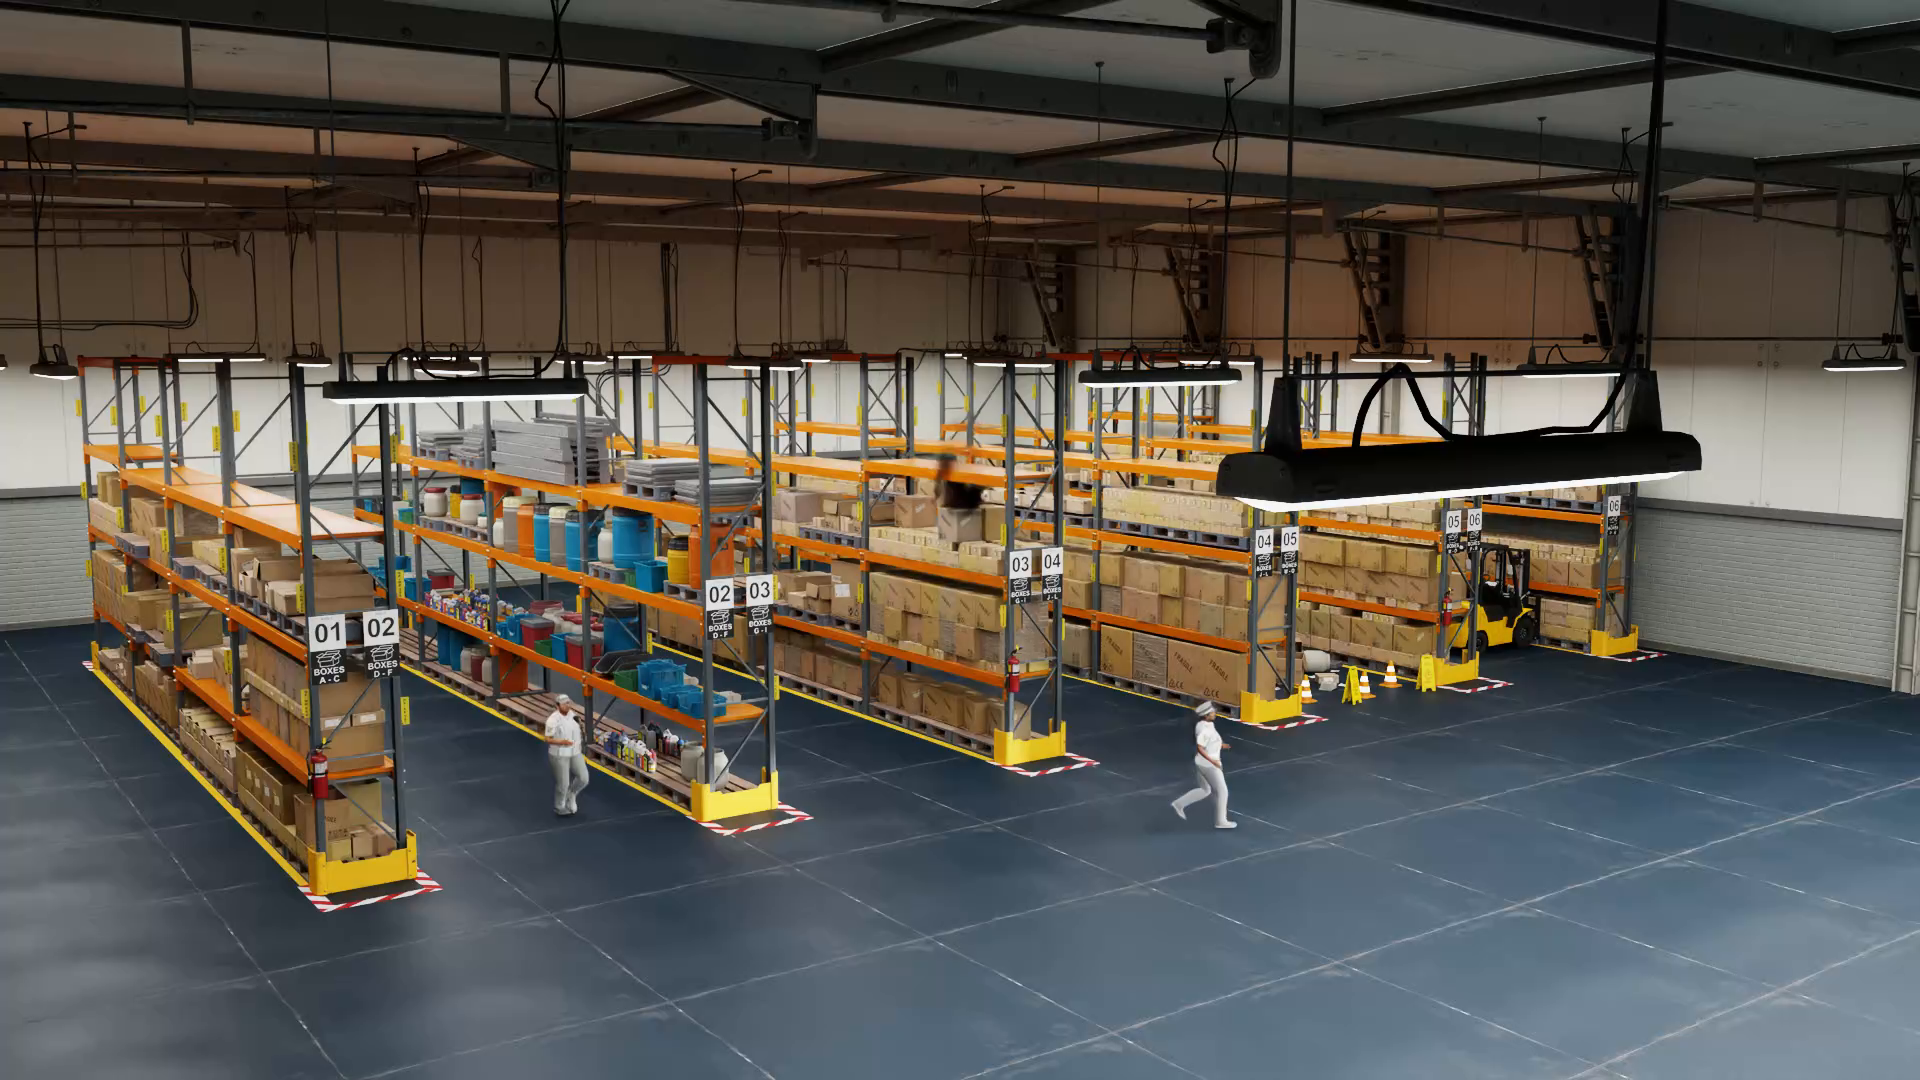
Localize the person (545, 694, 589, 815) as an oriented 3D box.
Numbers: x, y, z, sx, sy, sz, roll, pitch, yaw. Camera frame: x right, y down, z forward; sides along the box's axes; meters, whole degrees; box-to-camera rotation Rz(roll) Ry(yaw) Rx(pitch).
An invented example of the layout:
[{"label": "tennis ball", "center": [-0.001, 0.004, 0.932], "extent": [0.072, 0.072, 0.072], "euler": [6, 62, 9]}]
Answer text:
[{"label": "person", "center": [-5.181, 2.853, 22.028], "extent": [0.576, 1.638, 0.591], "euler": [7, 10, 43]}]

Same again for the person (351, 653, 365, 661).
[{"label": "person", "center": [-10.319, 2.088, 28.342], "extent": [0.607, 1.644, 0.575], "euler": [-7, 10, -44]}]

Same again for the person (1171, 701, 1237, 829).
[{"label": "person", "center": [3.177, 2.900, 21.465], "extent": [0.832, 1.669, 0.588], "euler": [-1, 7, -5]}]

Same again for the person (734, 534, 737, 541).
[{"label": "person", "center": [-5.762, 0.554, 40.767], "extent": [0.708, 1.686, 0.770], "euler": [-6, 9, -41]}]
